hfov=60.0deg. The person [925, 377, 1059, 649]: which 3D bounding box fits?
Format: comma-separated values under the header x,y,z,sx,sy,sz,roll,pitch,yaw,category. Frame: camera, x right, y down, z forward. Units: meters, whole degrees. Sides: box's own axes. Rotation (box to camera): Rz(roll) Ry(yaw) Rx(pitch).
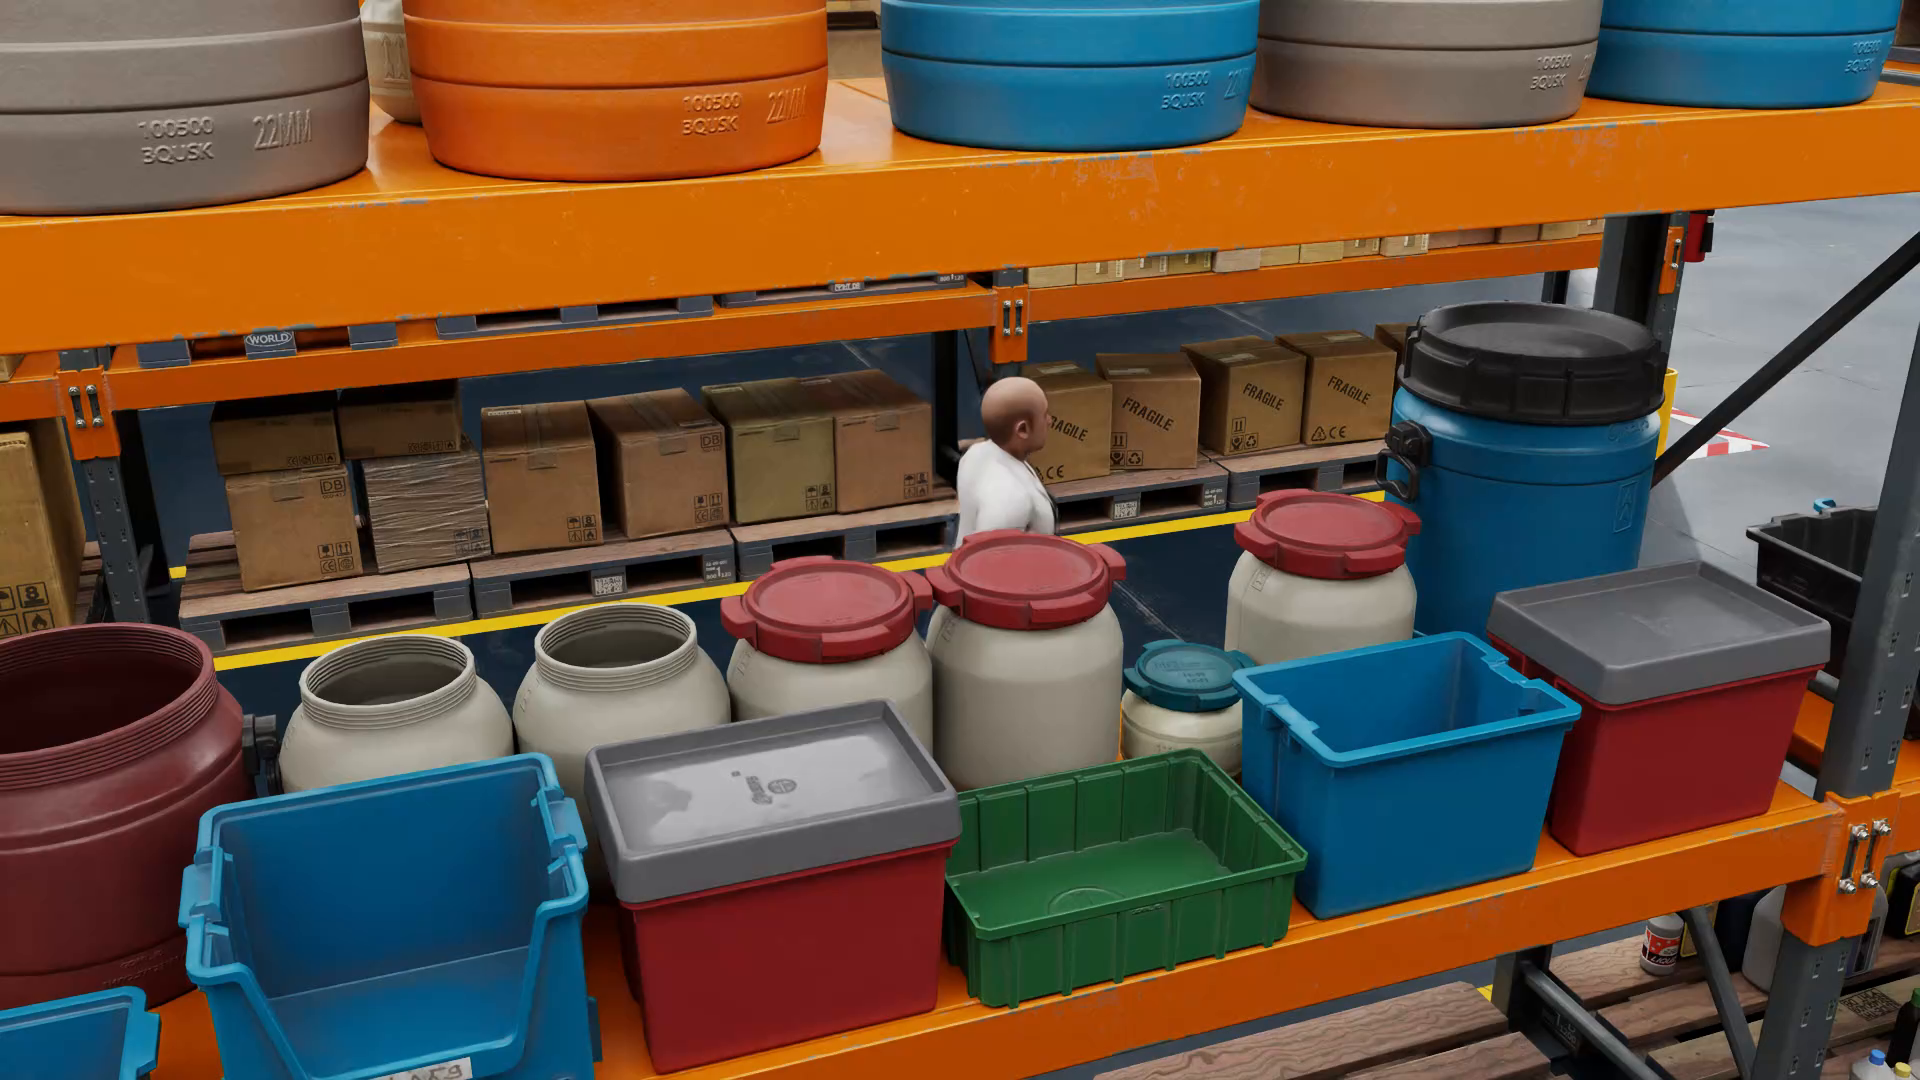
x,y,z,sx,sy,sz,roll,pitch,yaw,category
0.119,0.302,5.393,1.152,1.721,0.608,-7,23,-17,person
